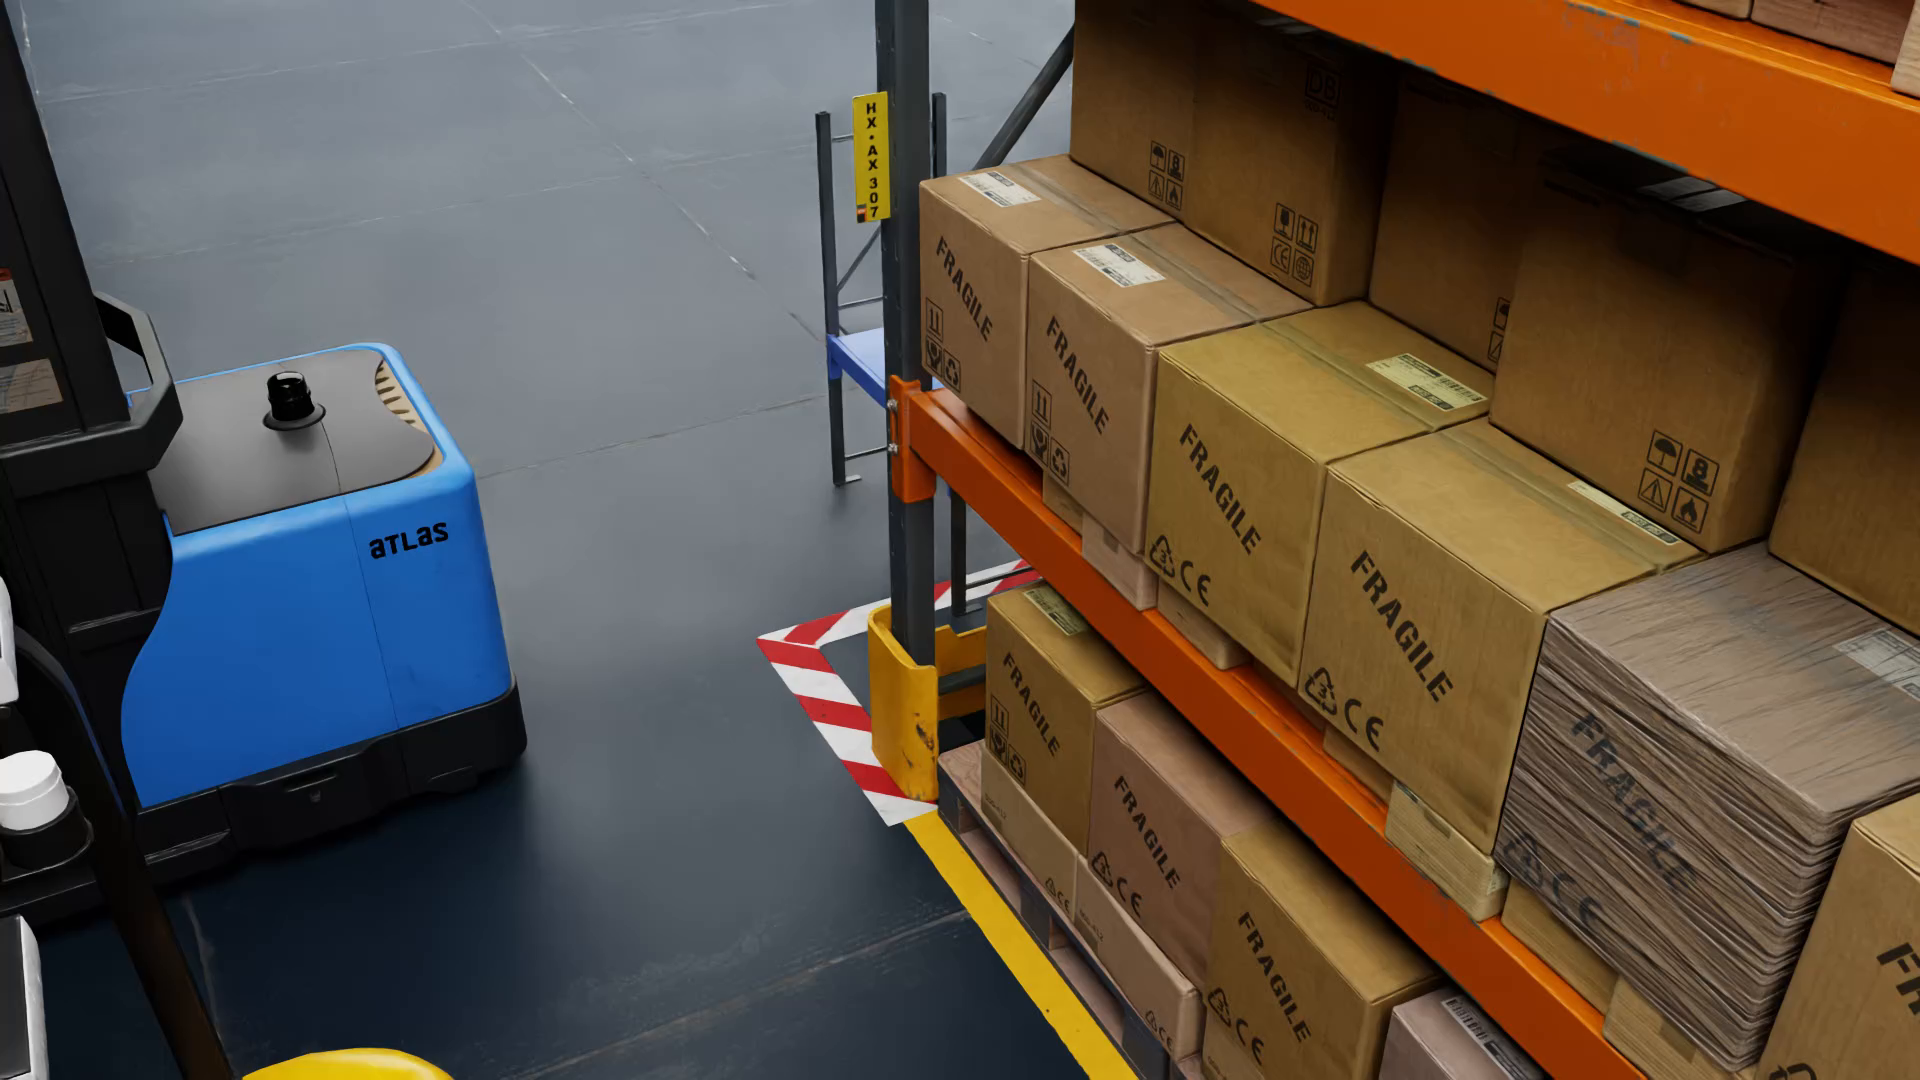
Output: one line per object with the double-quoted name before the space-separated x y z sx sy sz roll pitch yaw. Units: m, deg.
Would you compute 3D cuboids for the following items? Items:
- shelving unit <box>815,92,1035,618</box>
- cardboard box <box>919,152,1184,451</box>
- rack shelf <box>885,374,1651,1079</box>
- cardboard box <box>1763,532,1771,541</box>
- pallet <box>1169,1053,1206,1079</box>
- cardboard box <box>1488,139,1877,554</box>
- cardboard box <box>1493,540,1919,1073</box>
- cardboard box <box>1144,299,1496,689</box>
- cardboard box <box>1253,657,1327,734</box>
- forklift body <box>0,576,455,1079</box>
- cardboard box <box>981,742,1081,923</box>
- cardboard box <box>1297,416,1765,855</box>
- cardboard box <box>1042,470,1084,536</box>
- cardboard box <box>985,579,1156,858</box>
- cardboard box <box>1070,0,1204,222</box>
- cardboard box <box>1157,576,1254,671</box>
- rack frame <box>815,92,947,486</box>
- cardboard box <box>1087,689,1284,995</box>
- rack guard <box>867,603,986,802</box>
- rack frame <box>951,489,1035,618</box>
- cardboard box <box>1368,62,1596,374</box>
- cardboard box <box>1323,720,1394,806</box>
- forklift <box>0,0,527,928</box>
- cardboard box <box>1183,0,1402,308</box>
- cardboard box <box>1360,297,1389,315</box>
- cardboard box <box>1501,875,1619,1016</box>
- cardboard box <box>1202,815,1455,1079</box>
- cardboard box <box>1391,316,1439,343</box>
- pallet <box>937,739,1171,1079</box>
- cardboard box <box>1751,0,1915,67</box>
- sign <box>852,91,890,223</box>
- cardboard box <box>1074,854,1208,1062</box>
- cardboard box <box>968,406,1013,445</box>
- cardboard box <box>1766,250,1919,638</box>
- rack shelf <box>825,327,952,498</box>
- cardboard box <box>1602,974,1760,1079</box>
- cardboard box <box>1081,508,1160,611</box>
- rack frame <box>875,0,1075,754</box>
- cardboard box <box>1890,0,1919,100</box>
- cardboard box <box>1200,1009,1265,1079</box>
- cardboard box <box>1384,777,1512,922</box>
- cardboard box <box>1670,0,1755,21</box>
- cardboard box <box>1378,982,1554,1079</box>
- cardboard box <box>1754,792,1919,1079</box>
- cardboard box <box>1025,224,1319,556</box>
"shelving unit" -0.040 -0.672 5.909 0.538 1.500 1.048 -16 36 -23
"cardboard box" 0.238 -0.597 4.034 0.500 0.500 0.500 -16 36 -24
"rack shelf" 1.195 0.531 3.307 1.077 0.370 4.000 -16 36 -23
"cardboard box" 1.439 0.023 3.065 0.500 0.500 0.500 -15 36 -23
"pallet" 1.211 1.463 3.771 1.003 0.211 1.213 -16 36 -23
"cardboard box" 1.362 -0.391 2.785 0.700 0.500 0.500 -16 36 -23
"cardboard box" 1.209 0.376 2.514 0.500 0.500 0.500 -15 36 -22
"cardboard box" 0.721 -0.108 3.270 0.500 0.500 0.500 -17 36 -24
"cardboard box" 0.825 0.217 3.364 0.380 0.149 0.250 -15 35 -22
"forklift body" -1.629 1.328 2.184 2.313 2.155 1.214 -16 36 -23
"cardboard box" 0.394 0.710 4.521 0.500 0.250 0.500 -16 36 -23
"cardboard box" 0.966 0.132 2.894 0.500 0.500 0.500 -17 36 -24
"cardboard box" 0.420 -0.142 3.924 0.380 0.149 0.250 -17 36 -25
"cardboard box" 0.406 0.405 4.302 0.500 0.500 0.500 -17 36 -25
"cardboard box" 0.694 -1.125 3.931 0.700 0.500 0.500 -17 36 -24
"cardboard box" 0.648 0.106 3.537 0.380 0.149 0.250 -15 36 -22
"rack frame" -0.277 -0.915 6.288 0.500 1.500 0.032 -16 36 -23
"cardboard box" 0.653 0.653 3.914 0.500 0.500 0.500 -17 36 -25
"rack guard" 0.298 0.363 5.220 1.175 0.500 0.348 -16 36 -23
"rack frame" 0.197 -0.430 5.530 0.500 1.500 0.032 -16 36 -23
"cardboard box" 1.252 -0.664 3.211 0.700 0.500 0.500 -16 36 -24
"cardboard box" 0.921 0.350 3.156 0.380 0.149 0.250 -17 36 -24
"forklift" -2.874 -0.360 4.095 3.031 2.935 1.130 -17 36 -24
"cardboard box" 0.923 -0.882 3.551 0.700 0.500 0.500 -16 36 -23
"cardboard box" 0.989 -0.463 3.824 0.500 0.500 0.500 -16 36 -23
"cardboard box" 1.139 0.598 2.768 0.380 0.149 0.250 -17 36 -24
"cardboard box" 0.880 0.895 3.537 0.500 0.500 0.500 -15 36 -22
"cardboard box" 1.219 -0.224 3.450 0.500 0.500 0.500 -16 36 -23
"pallet" 0.646 0.881 4.679 1.003 0.211 1.213 -16 36 -23
"cardboard box" 1.197 -0.688 1.995 0.380 0.149 0.250 -15 36 -22
"sign" -0.217 -0.954 4.156 0.100 0.325 0.005 -16 36 -23
"cardboard box" 0.626 0.955 4.138 0.500 0.250 0.500 -15 35 -21
"cardboard box" 0.238 -0.406 4.336 0.380 0.149 0.250 -16 36 -23
"cardboard box" 1.685 -0.166 2.433 0.700 0.500 0.500 -17 36 -24
"rack shelf" -0.040 -0.521 6.006 0.538 0.185 1.000 -16 36 -23
"cardboard box" 1.232 0.728 2.566 0.380 0.149 0.250 -16 36 -24
"cardboard box" 0.498 -0.009 3.717 0.380 0.149 0.250 -15 36 -22
"rack frame" 0.263 -0.726 4.602 1.000 3.000 0.127 -16 36 -23
"cardboard box" 1.244 -0.543 1.769 0.380 0.149 0.250 -15 36 -22
"cardboard box" 0.891 1.212 3.737 0.500 0.250 0.500 -13 35 -20
"cardboard box" 0.987 0.485 2.946 0.380 0.149 0.250 -16 36 -23
"cardboard box" 1.074 -0.810 2.186 0.380 0.149 0.250 -16 36 -24
"cardboard box" 1.137 1.148 3.142 0.500 0.500 0.500 -14 35 -21
"cardboard box" 1.455 0.622 2.130 0.500 0.500 0.500 -15 35 -22
"cardboard box" 0.483 -0.351 3.649 0.500 0.500 0.500 -15 35 -22
